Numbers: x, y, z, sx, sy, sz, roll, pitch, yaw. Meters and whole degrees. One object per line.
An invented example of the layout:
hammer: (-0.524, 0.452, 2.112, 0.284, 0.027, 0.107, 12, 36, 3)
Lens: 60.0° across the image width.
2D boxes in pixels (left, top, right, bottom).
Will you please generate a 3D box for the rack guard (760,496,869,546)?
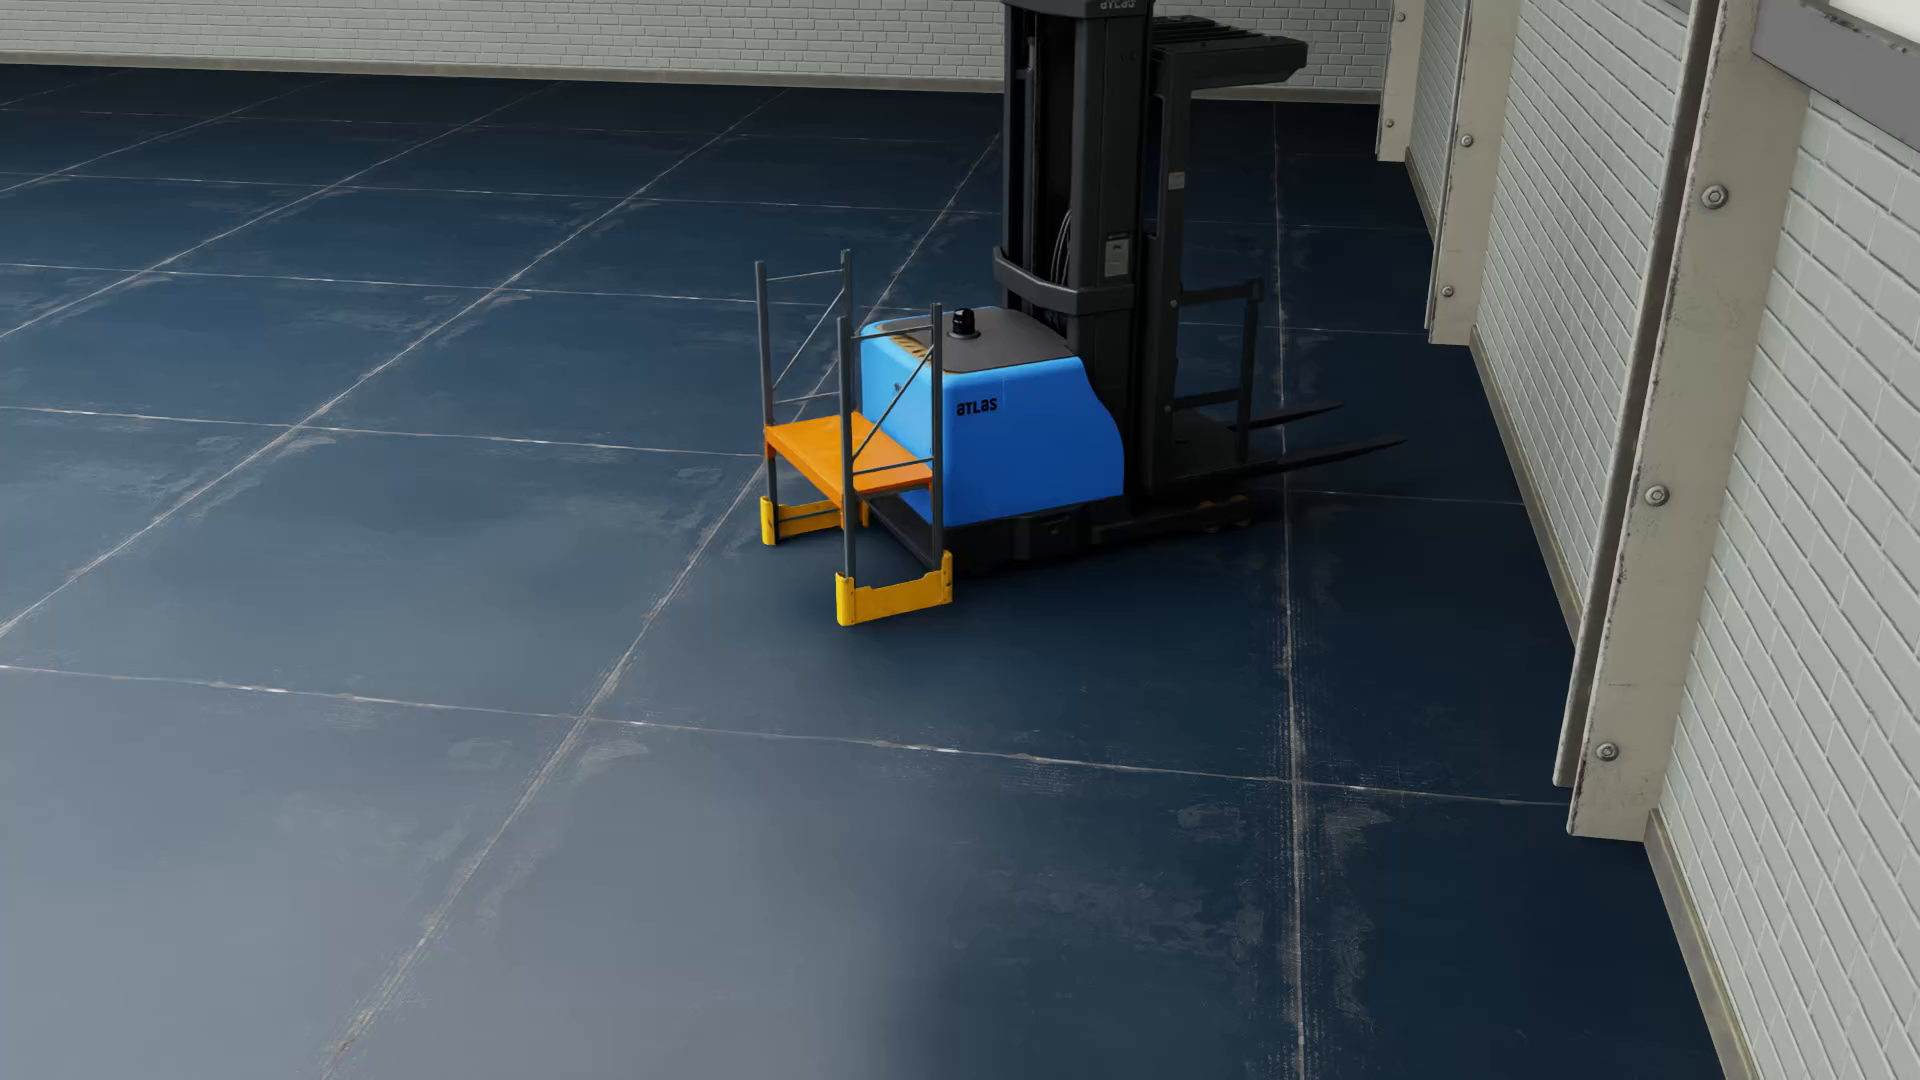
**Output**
rack guard: (-0.762, -0.149, 8.773, 0.587, 0.250, 0.087, -12, 28, -24)

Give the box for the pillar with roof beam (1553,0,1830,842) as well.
pillar with roof beam: (-1.740, -3.321, 5.230, 9.100, 9.000, 0.400, 4, 25, 9)

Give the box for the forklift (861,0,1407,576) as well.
forklift: (1.031, -1.557, 8.619, 3.031, 2.935, 1.130, -11, 27, -22)

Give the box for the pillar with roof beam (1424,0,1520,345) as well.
pillar with roof beam: (-0.759, -5.830, 10.591, 9.100, 9.000, 0.400, 4, 25, 9)

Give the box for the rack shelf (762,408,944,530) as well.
rack shelf: (-0.541, -0.367, 8.189, 0.538, 0.185, 1.000, -12, 28, -24)

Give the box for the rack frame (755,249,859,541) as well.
rack frame: (-0.771, -0.722, 8.524, 0.500, 1.500, 0.032, -12, 28, -24)

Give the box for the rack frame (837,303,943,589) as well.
rack frame: (-0.311, -0.338, 7.703, 0.500, 1.500, 0.032, -12, 28, -24)

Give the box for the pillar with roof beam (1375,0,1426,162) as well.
pillar with roof beam: (0.221, -8.340, 15.952, 9.100, 9.000, 0.400, 4, 25, 9)

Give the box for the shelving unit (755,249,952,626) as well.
shelving unit: (-0.537, -0.527, 8.106, 0.587, 1.500, 1.083, -12, 28, -24)

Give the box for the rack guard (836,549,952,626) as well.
rack guard: (-0.311, 0.228, 7.969, 0.587, 0.250, 0.087, -12, 28, -24)
